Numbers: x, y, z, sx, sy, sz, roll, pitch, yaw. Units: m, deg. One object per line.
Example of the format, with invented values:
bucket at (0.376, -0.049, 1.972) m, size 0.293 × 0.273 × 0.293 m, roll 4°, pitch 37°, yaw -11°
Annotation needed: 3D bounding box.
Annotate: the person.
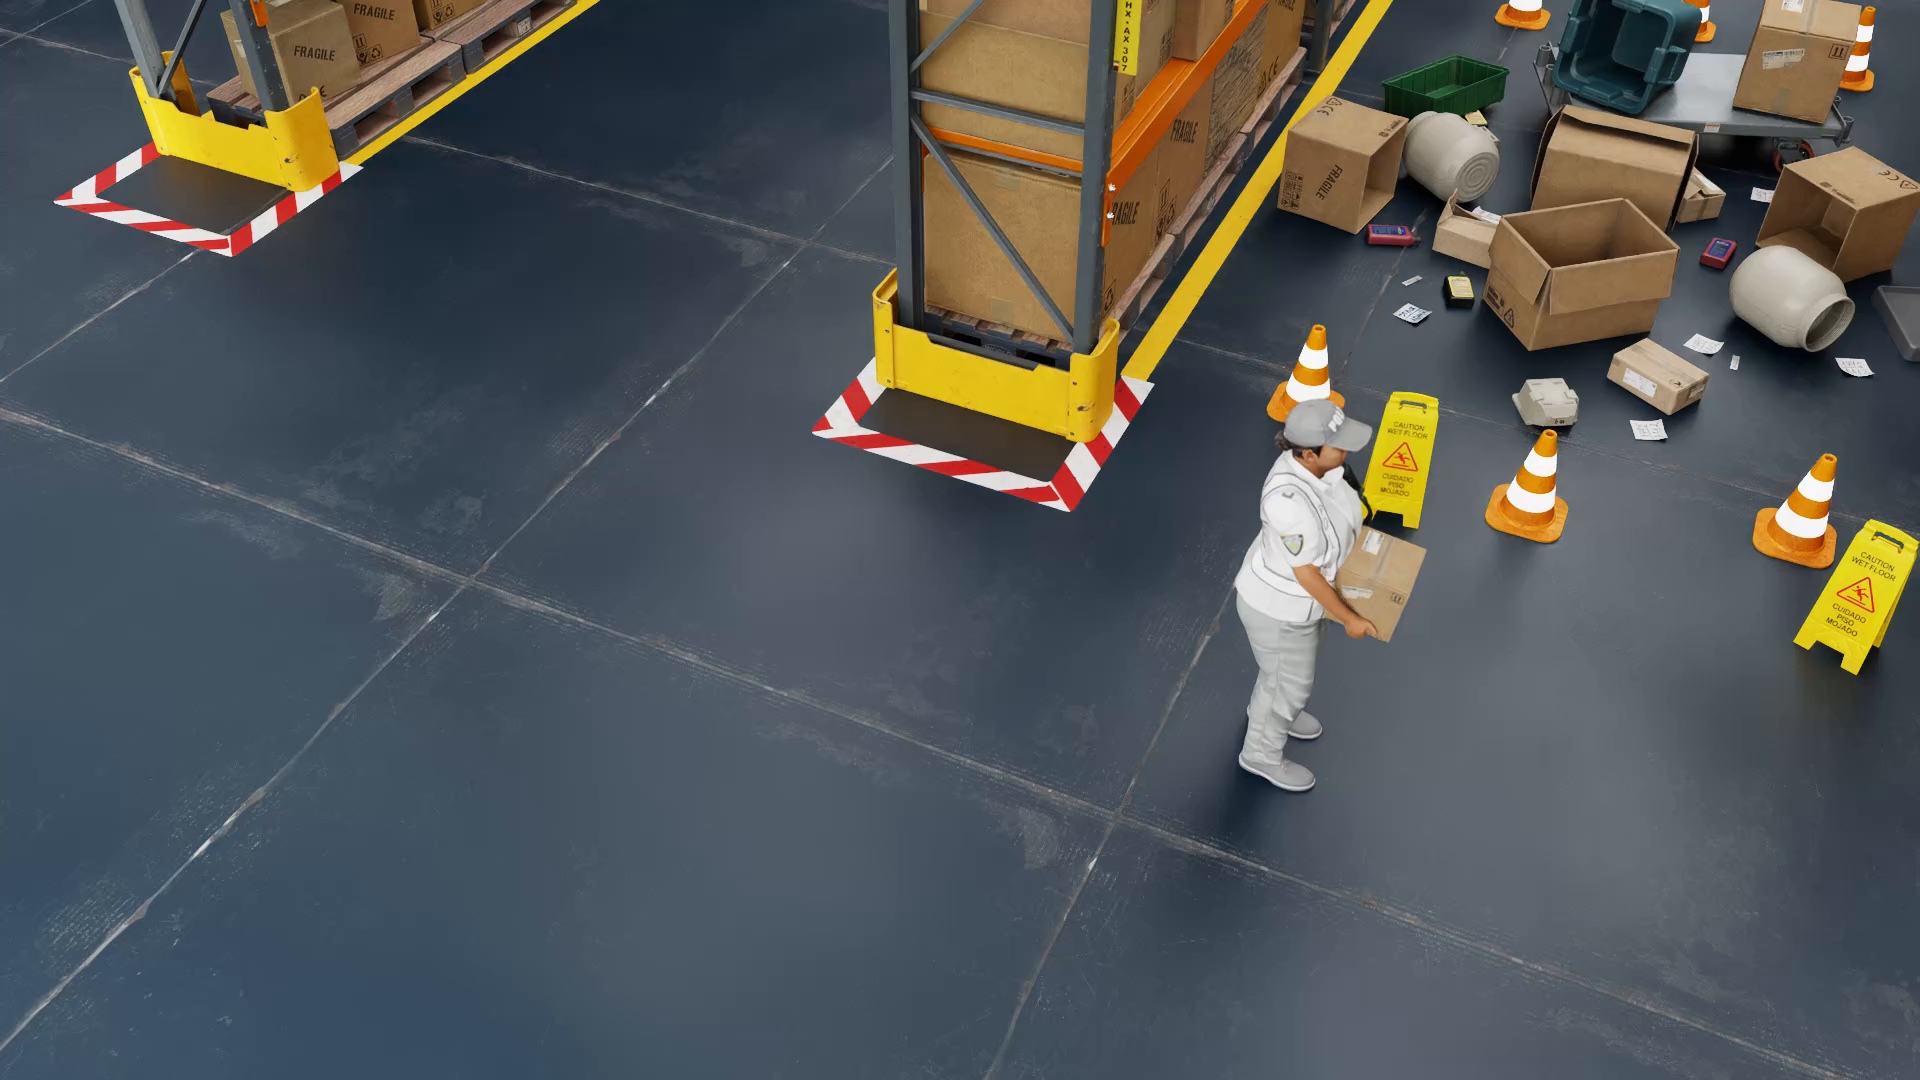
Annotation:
person at (1.261, 0.202, 5.943) m, size 0.539 × 1.662 × 0.452 m, roll 17°, pitch 45°, yaw 18°
